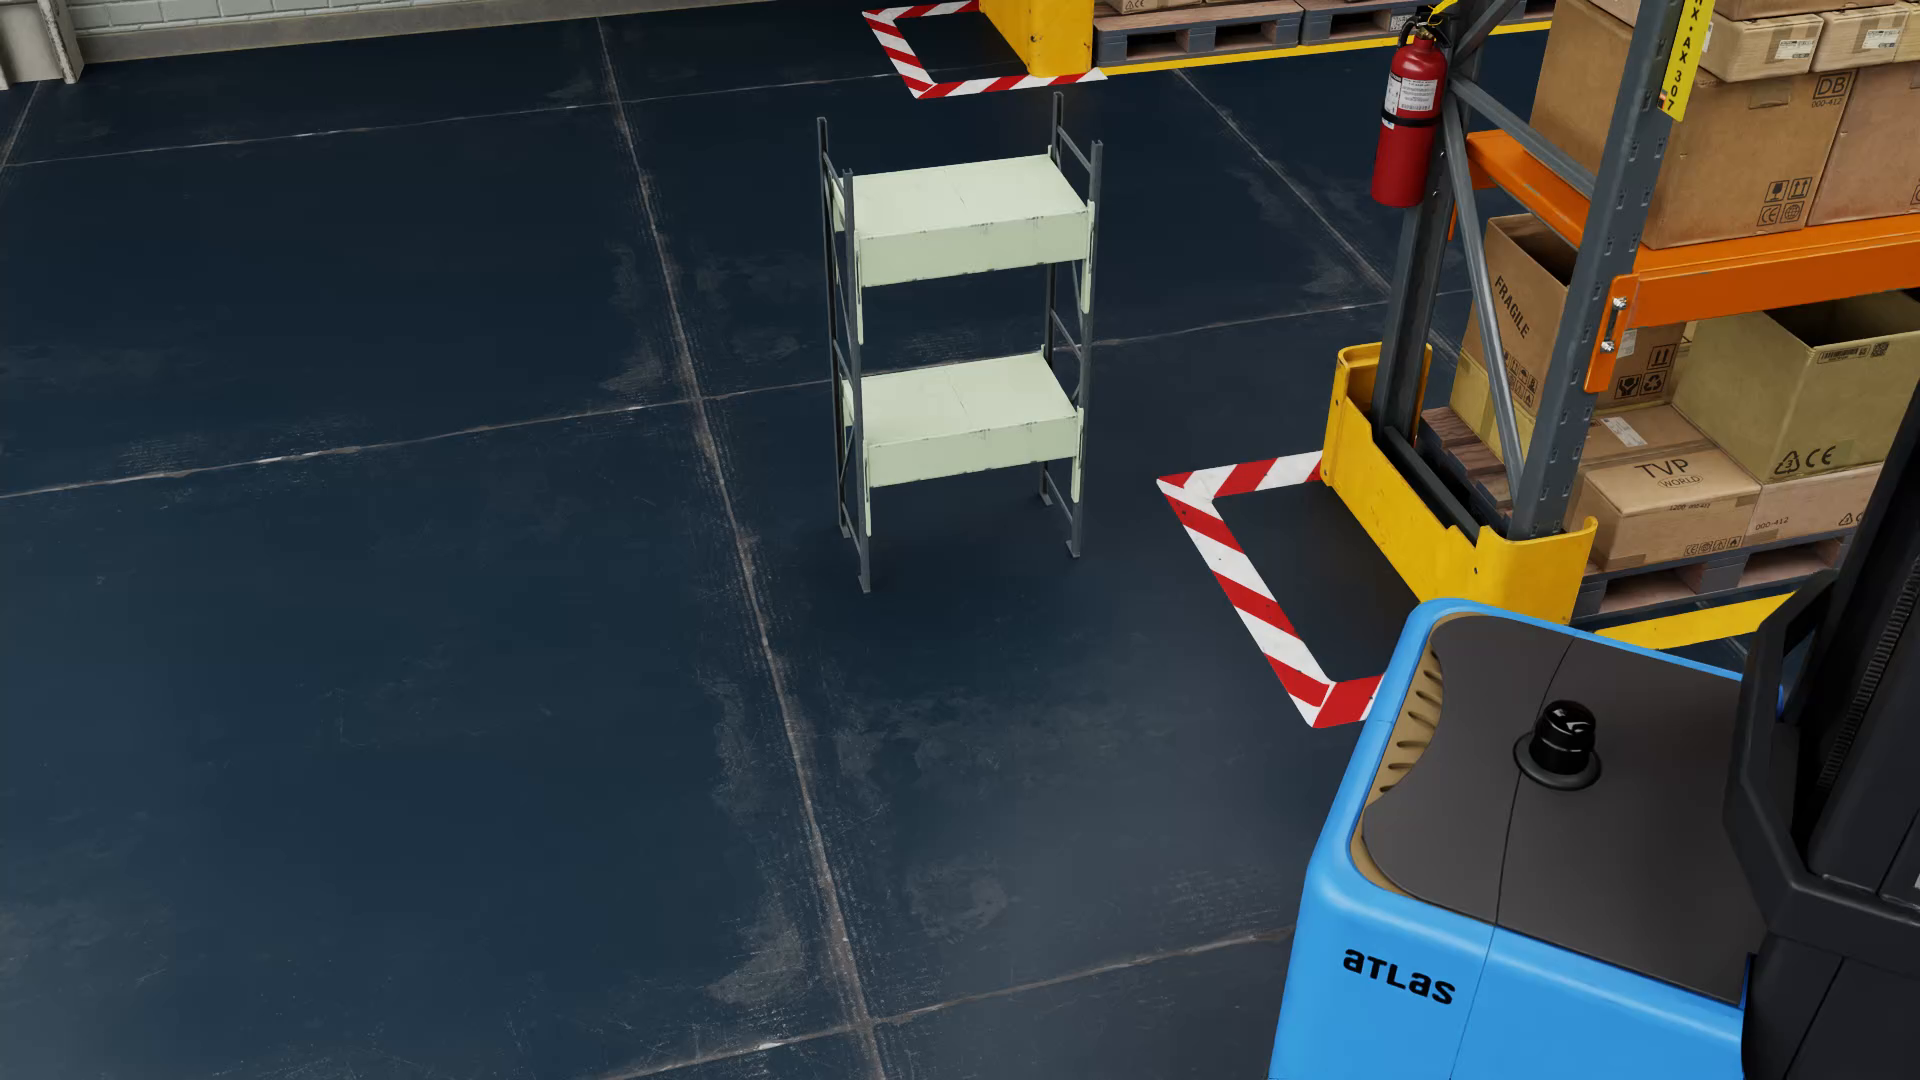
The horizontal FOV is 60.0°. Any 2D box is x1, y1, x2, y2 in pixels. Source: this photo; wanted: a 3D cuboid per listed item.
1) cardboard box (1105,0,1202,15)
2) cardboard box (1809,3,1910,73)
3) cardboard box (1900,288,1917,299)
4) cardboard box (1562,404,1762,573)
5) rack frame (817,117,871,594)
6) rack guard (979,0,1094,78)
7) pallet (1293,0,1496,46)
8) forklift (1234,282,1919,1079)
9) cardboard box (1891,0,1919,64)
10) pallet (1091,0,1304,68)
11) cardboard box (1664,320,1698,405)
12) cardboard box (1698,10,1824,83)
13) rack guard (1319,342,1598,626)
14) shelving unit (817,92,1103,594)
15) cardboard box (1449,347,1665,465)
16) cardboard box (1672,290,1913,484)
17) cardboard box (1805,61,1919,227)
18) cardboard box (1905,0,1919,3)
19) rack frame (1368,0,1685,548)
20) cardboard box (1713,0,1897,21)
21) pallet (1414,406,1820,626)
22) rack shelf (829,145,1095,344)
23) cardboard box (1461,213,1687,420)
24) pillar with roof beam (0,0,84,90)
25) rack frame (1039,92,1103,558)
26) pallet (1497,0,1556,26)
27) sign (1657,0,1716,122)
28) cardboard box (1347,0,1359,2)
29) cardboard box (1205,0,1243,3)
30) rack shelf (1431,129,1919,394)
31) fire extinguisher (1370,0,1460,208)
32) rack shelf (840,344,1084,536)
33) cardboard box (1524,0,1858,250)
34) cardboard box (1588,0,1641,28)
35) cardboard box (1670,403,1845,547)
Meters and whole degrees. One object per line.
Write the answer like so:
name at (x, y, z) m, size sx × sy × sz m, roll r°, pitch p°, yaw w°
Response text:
cardboard box at (1.034, -3.215, 9.335) m, size 0.500 × 0.311 × 0.500 m, roll -14°, pitch 39°, yaw -17°
cardboard box at (2.327, -1.423, 4.525) m, size 0.250 × 0.149 × 0.380 m, roll -10°, pitch 39°, yaw -13°
cardboard box at (3.175, -0.641, 5.419) m, size 0.500 × 0.500 × 0.500 m, roll -9°, pitch 38°, yaw -12°
cardboard box at (2.213, -0.176, 5.428) m, size 0.500 × 0.250 × 0.500 m, roll -9°, pitch 38°, yaw -12°
rack frame at (-0.360, -0.537, 5.217) m, size 0.023 × 1.500 × 0.400 m, roll -9°, pitch 38°, yaw -12°
rack guard at (0.416, -3.071, 9.353) m, size 0.348 × 0.500 × 1.175 m, roll -9°, pitch 38°, yaw -12°
pallet at (2.385, -3.255, 9.832) m, size 1.213 × 0.211 × 1.003 m, roll -9°, pitch 38°, yaw -12°
forklift at (2.159, 0.432, 2.772) m, size 3.031 × 2.935 × 1.130 m, roll 16°, pitch 40°, yaw 20°
cardboard box at (2.568, -1.462, 4.576) m, size 0.250 × 0.149 × 0.380 m, roll -9°, pitch 38°, yaw -12°
pallet at (1.209, -3.064, 9.582) m, size 1.213 × 0.211 × 1.003 m, roll -9°, pitch 38°, yaw -12°
cardboard box at (2.558, -0.566, 5.938) m, size 0.500 × 0.250 × 0.500 m, roll -9°, pitch 38°, yaw -12°
cardboard box at (2.073, -1.380, 4.469) m, size 0.250 × 0.149 × 0.380 m, roll -10°, pitch 38°, yaw -12°
rack guard at (1.614, -0.150, 5.534) m, size 0.348 × 0.500 × 1.175 m, roll -9°, pitch 38°, yaw -12°
shelving unit at (-0.006, -0.595, 5.293) m, size 0.755 × 1.500 × 0.431 m, roll -9°, pitch 38°, yaw -12°
cardboard box at (2.078, -0.479, 5.825) m, size 0.500 × 0.250 × 0.500 m, roll -9°, pitch 38°, yaw -12°
cardboard box at (2.696, -0.554, 5.305) m, size 0.500 × 0.500 × 0.500 m, roll -9°, pitch 38°, yaw -12°
cardboard box at (2.597, -1.339, 4.949) m, size 0.500 × 0.500 × 0.700 m, roll -8°, pitch 38°, yaw -11°
cardboard box at (2.649, -1.863, 4.566) m, size 0.500 × 0.500 × 0.700 m, roll -10°, pitch 39°, yaw -13°
rack frame at (1.638, -1.146, 4.780) m, size 0.127 × 3.000 × 1.000 m, roll -9°, pitch 38°, yaw -12°
cardboard box at (2.143, -1.776, 4.453) m, size 0.500 × 0.500 × 0.700 m, roll -9°, pitch 38°, yaw -12°
pallet at (2.365, -0.185, 5.818) m, size 1.213 × 0.211 × 1.003 m, roll -9°, pitch 38°, yaw -12°
rack shelf at (-0.006, -0.905, 5.056) m, size 0.720 × 0.370 × 0.431 m, roll -9°, pitch 38°, yaw -12°
cardboard box at (2.078, -0.779, 5.599) m, size 0.500 × 0.500 × 0.500 m, roll -9°, pitch 38°, yaw -12°
pillar with roof beam at (-3.877, -3.577, 3.020) m, size 0.400 × 9.000 × 9.100 m, roll -9°, pitch 38°, yaw -12°
rack frame at (0.347, -0.653, 5.369) m, size 0.023 × 1.500 × 0.400 m, roll -9°, pitch 38°, yaw -12°
pallet at (3.565, -3.451, 10.087) m, size 1.213 × 0.211 × 1.003 m, roll -9°, pitch 38°, yaw -12°
sign at (1.777, -1.195, 4.066) m, size 0.005 × 0.325 × 0.100 m, roll -9°, pitch 38°, yaw -12°
cardboard box at (2.306, -3.467, 9.509) m, size 0.500 × 0.500 × 0.700 m, roll -12°, pitch 39°, yaw -15°
cardboard box at (1.584, -3.306, 9.453) m, size 0.500 × 0.311 × 0.500 m, roll -6°, pitch 38°, yaw -8°
rack shelf at (3.568, -1.178, 5.413) m, size 4.000 × 0.370 × 1.077 m, roll -9°, pitch 38°, yaw -12°
fire extinguisher at (1.402, -1.370, 5.135) m, size 0.183 × 0.674 × 0.296 m, roll -9°, pitch 38°, yaw -12°
rack shelf at (-0.006, -0.336, 5.491) m, size 0.720 × 0.370 × 0.431 m, roll -9°, pitch 38°, yaw -12°
cardboard box at (2.092, -1.253, 4.836) m, size 0.500 × 0.500 × 0.700 m, roll -9°, pitch 38°, yaw -12°
cardboard box at (1.957, -1.616, 4.778) m, size 0.250 × 0.149 × 0.380 m, roll -10°, pitch 39°, yaw -13°
cardboard box at (2.695, -0.257, 5.535) m, size 0.500 × 0.250 × 0.500 m, roll -9°, pitch 38°, yaw -12°
